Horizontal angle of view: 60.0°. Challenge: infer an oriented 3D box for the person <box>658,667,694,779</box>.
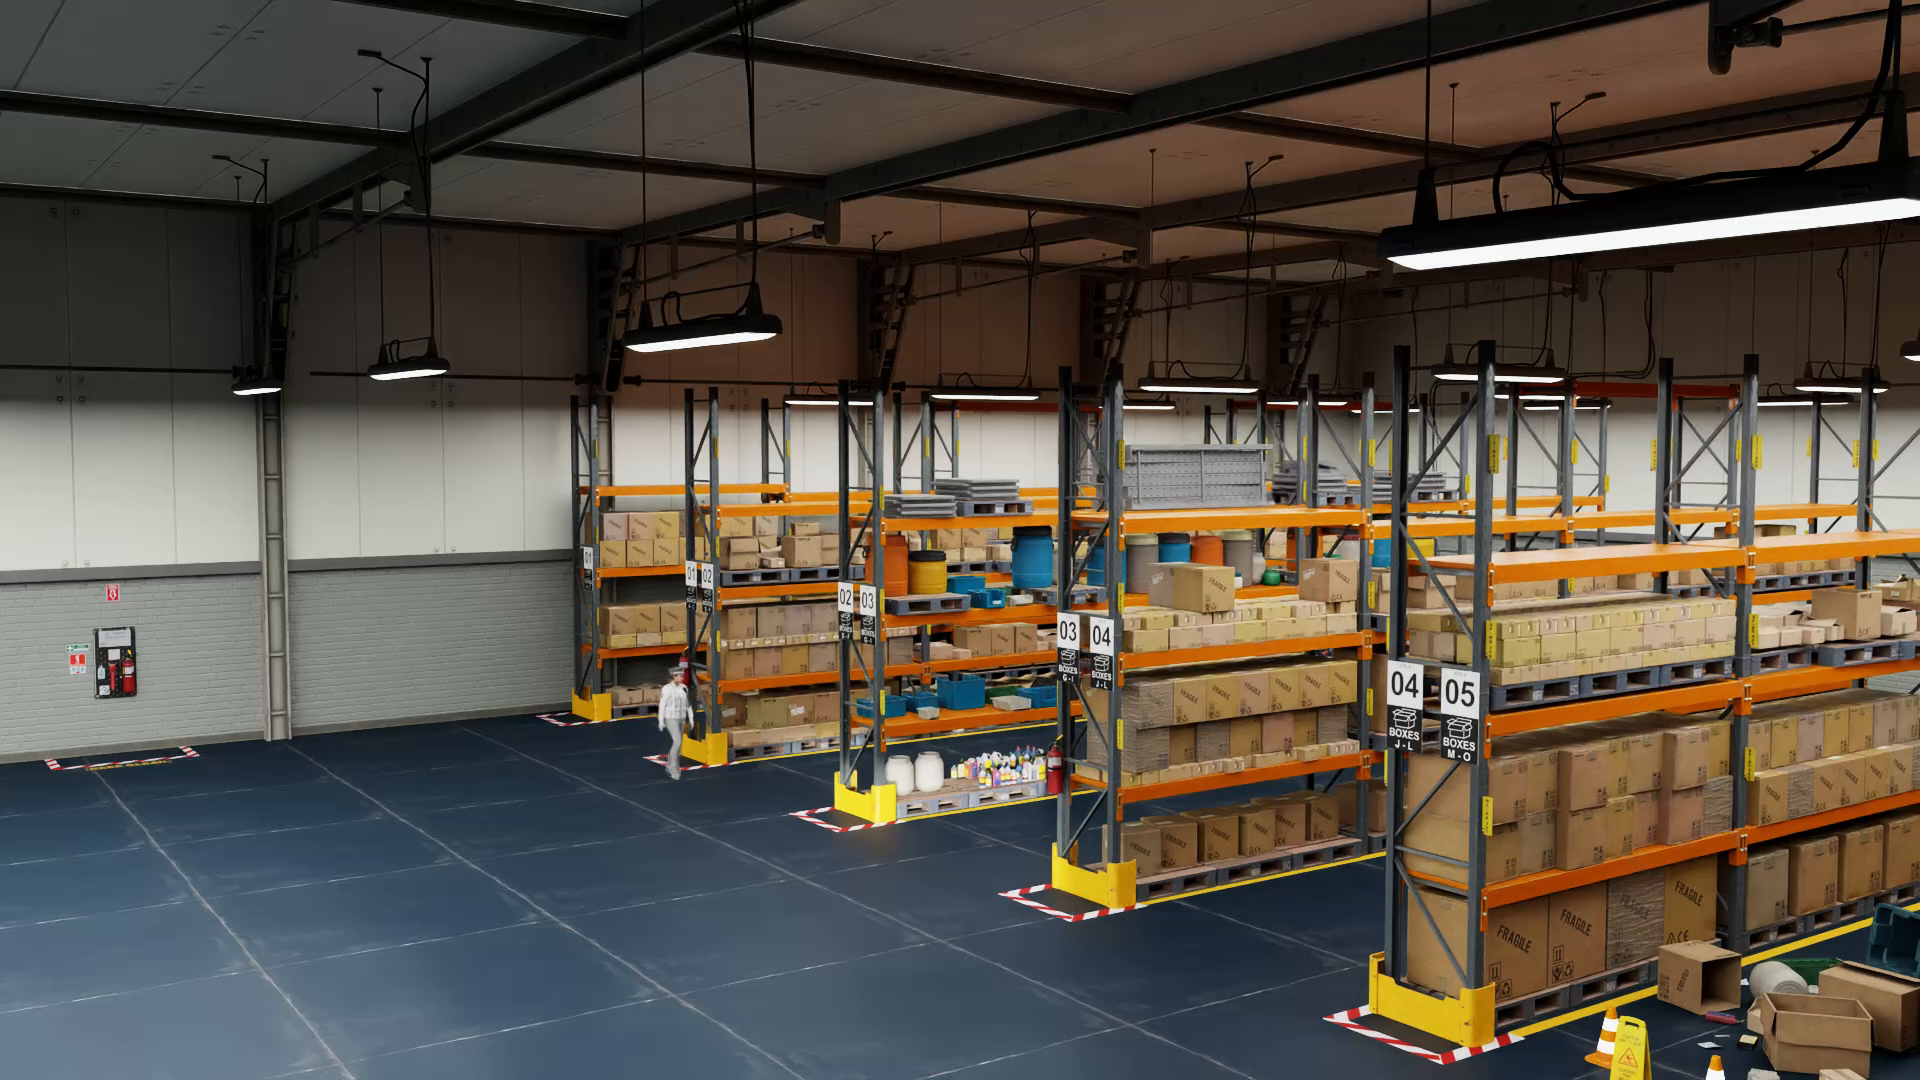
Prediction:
[{"bbox_3d":[-4.359,2.796,25.623,0.472,1.691,0.510,3,4,39],"label":"person"}]
